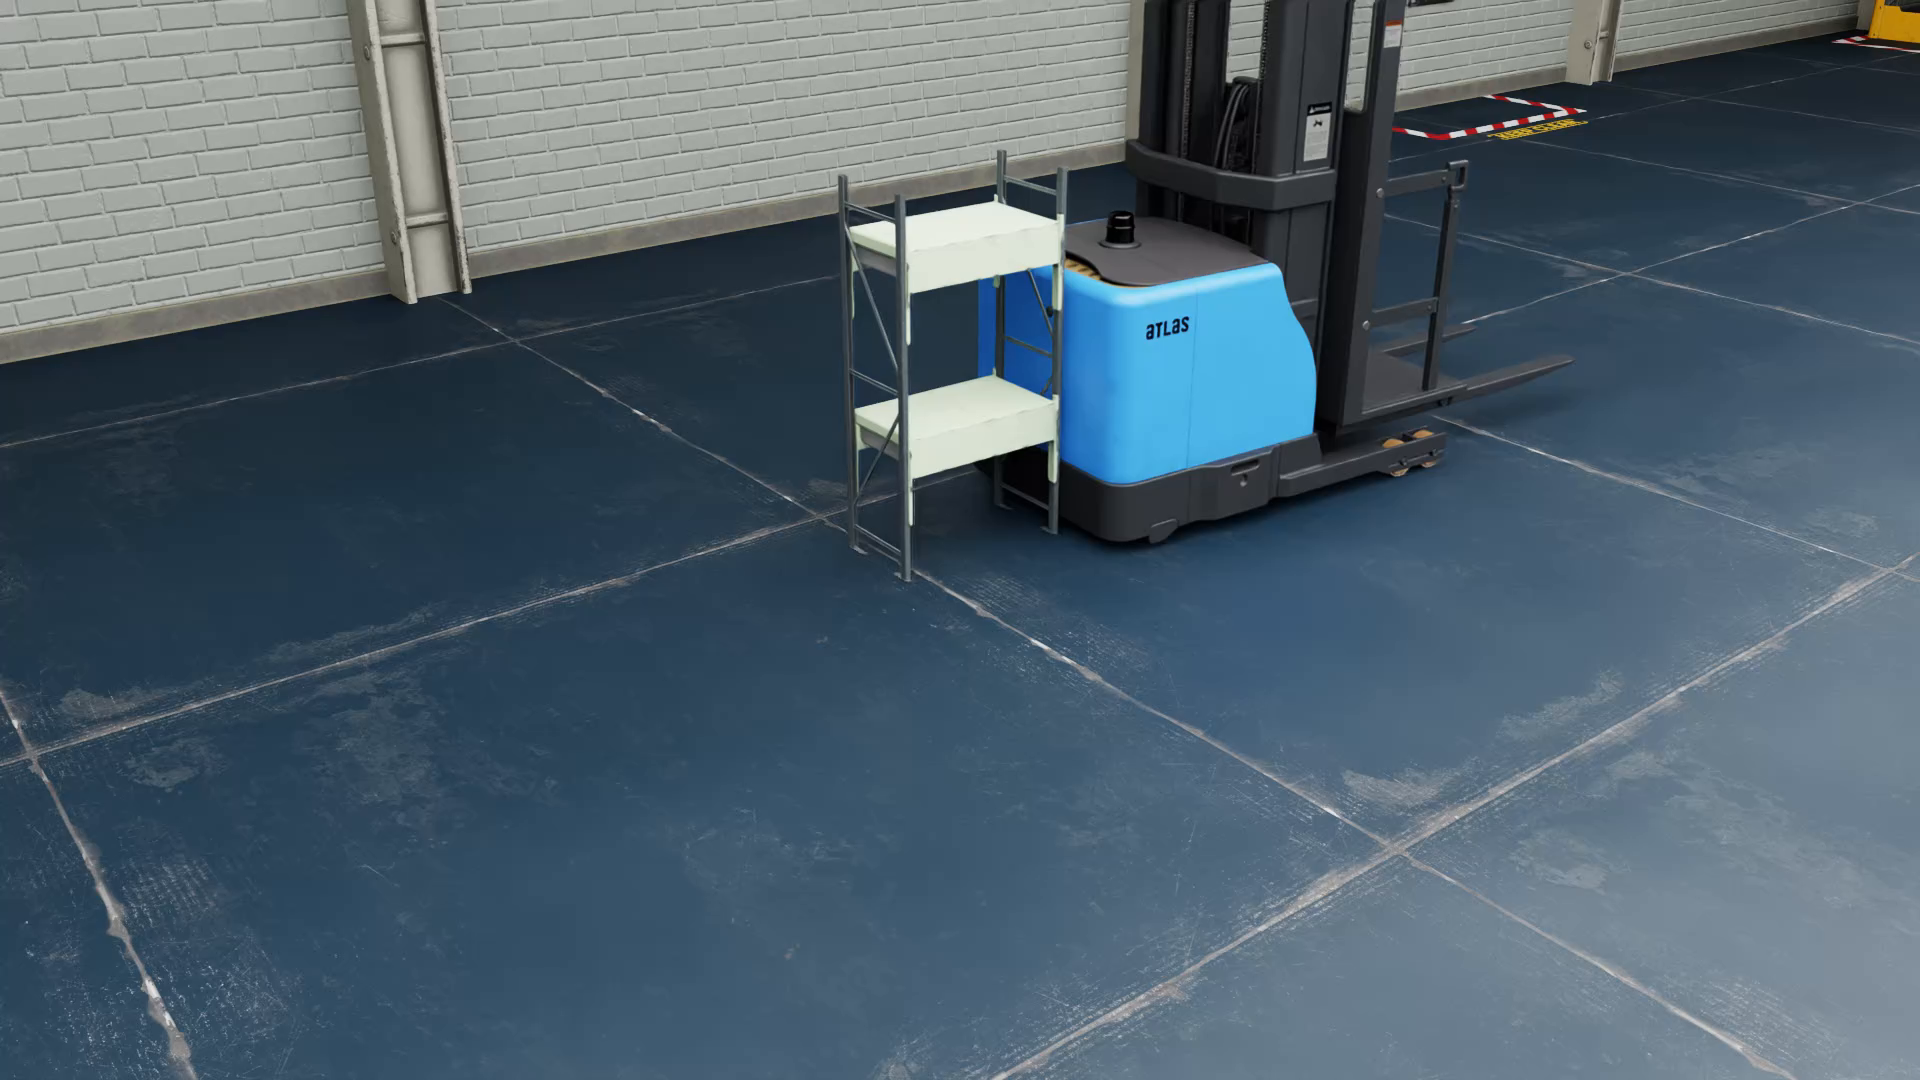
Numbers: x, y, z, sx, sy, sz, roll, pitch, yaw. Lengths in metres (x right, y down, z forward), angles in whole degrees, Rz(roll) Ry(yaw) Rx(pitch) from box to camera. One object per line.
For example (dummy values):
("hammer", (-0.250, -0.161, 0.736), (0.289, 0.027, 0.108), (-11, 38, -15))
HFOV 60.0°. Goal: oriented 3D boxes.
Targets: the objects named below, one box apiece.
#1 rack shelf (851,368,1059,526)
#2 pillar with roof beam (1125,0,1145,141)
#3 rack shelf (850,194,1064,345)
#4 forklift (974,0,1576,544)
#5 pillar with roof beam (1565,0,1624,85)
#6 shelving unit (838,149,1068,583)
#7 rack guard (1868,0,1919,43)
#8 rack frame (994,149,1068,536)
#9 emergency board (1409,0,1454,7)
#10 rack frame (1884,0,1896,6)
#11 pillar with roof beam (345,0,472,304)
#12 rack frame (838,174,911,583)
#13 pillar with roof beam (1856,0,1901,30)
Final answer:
("rack shelf", (-0.023, -0.380, 6.561), (0.720, 0.370, 0.431), (-17, 30, -33))
("pillar with roof beam", (4.214, -5.695, 8.332), (0.400, 9.000, 9.100), (-18, 31, -34))
("rack shelf", (-0.023, -1.029, 6.259), (0.720, 0.370, 0.431), (-17, 30, -33))
("forklift", (1.571, -1.777, 7.098), (3.031, 2.935, 1.130), (-16, 29, -30))
("pillar with roof beam", (8.935, -7.254, 11.690), (0.400, 9.000, 9.100), (-18, 31, -34))
("shelving unit", (-0.023, -0.675, 6.424), (0.755, 1.500, 0.431), (-17, 30, -33))
("rack guard", (11.043, -5.935, 18.944), (0.348, 0.500, 1.175), (-18, 31, -34))
("rack frame", (0.272, -0.767, 6.621), (0.023, 1.500, 0.400), (-17, 30, -33))
("emergency board", (4.293, -5.333, 14.678), (0.626, 1.169, 0.157), (-18, 31, -34))
("rack frame", (10.983, -7.049, 18.375), (0.127, 3.000, 1.000), (-18, 31, -34))
("pillar with roof beam", (-0.508, -4.136, 4.973), (0.400, 9.000, 9.100), (-18, 31, -34))
("rack frame", (-0.317, -0.584, 6.226), (0.023, 1.500, 0.400), (-17, 30, -33))
("pillar with roof beam", (13.657, -8.812, 15.048), (0.400, 9.000, 9.100), (-18, 31, -34))
